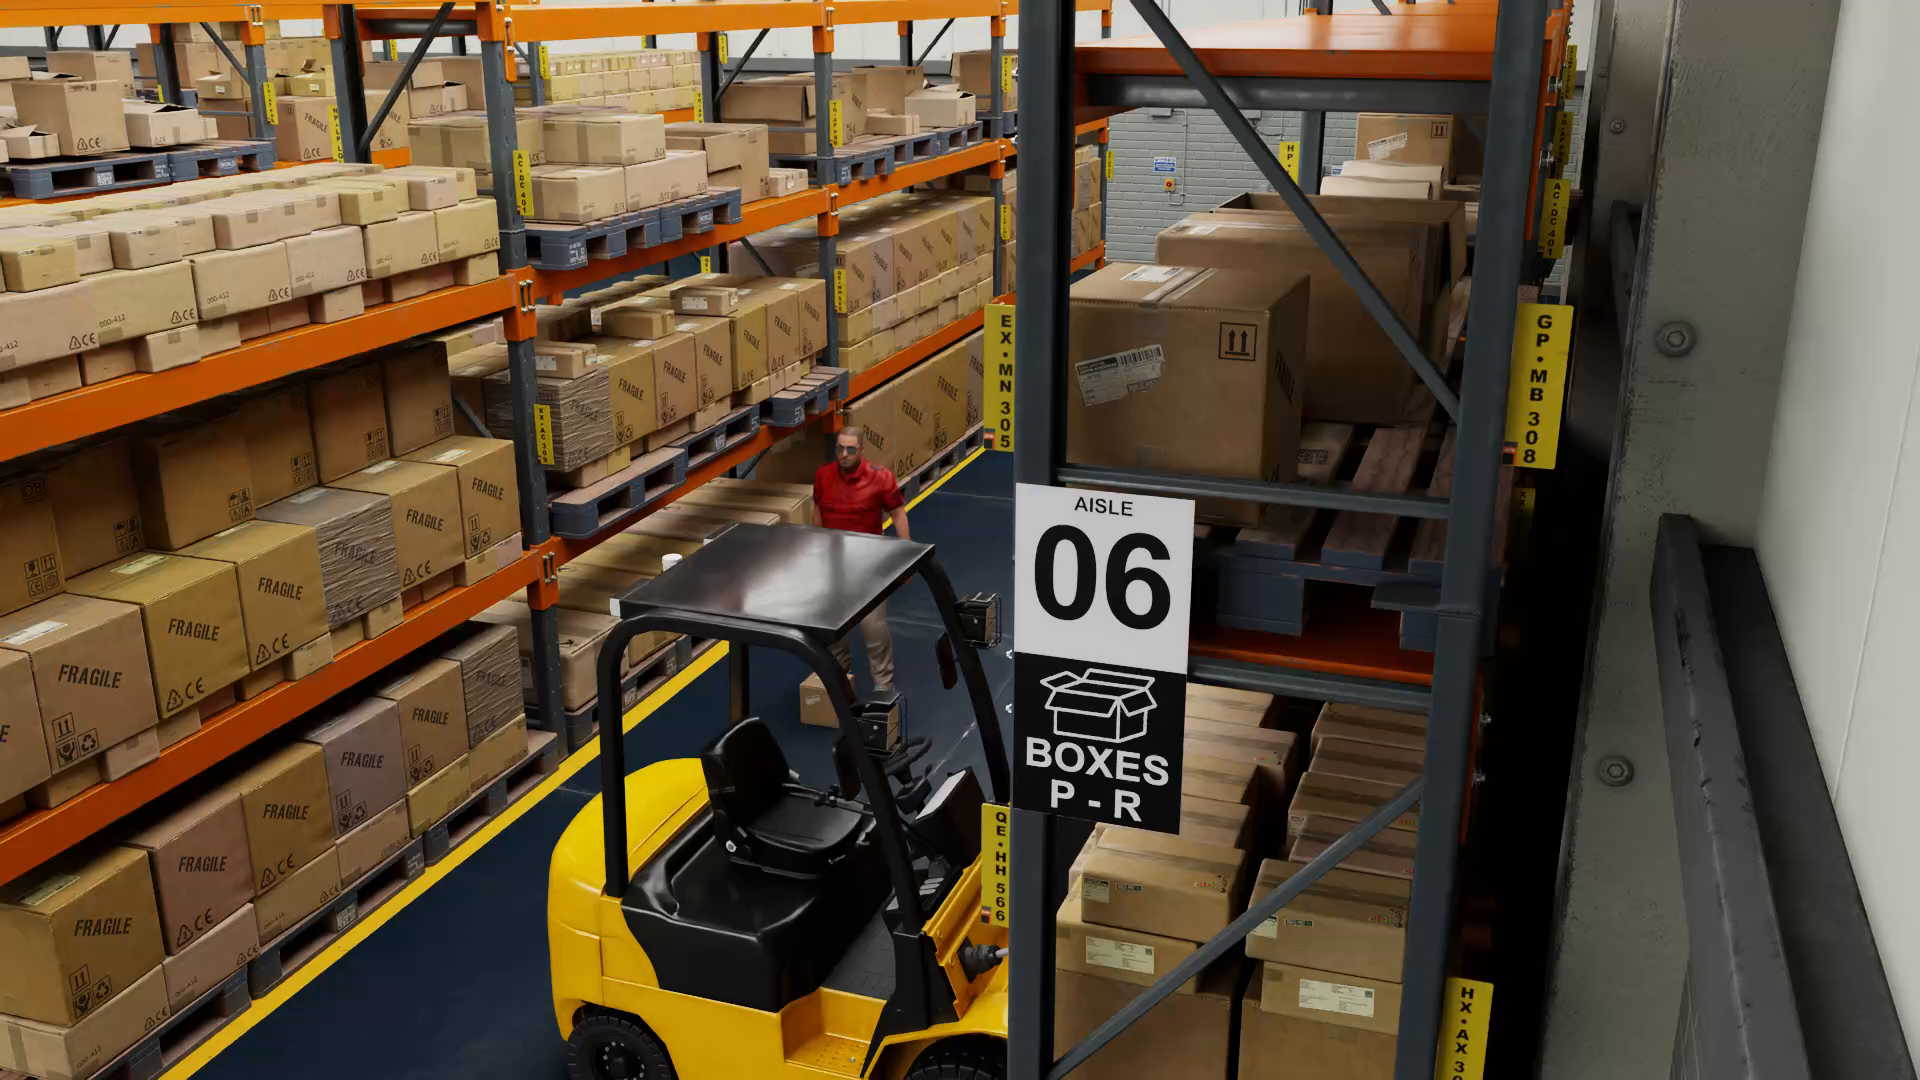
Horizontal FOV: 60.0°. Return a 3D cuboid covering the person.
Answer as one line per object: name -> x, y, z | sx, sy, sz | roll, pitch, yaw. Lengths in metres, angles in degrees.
person -> -0.636, 0.147, 10.200 | 0.674, 1.721, 0.498 | 6, 20, 19
